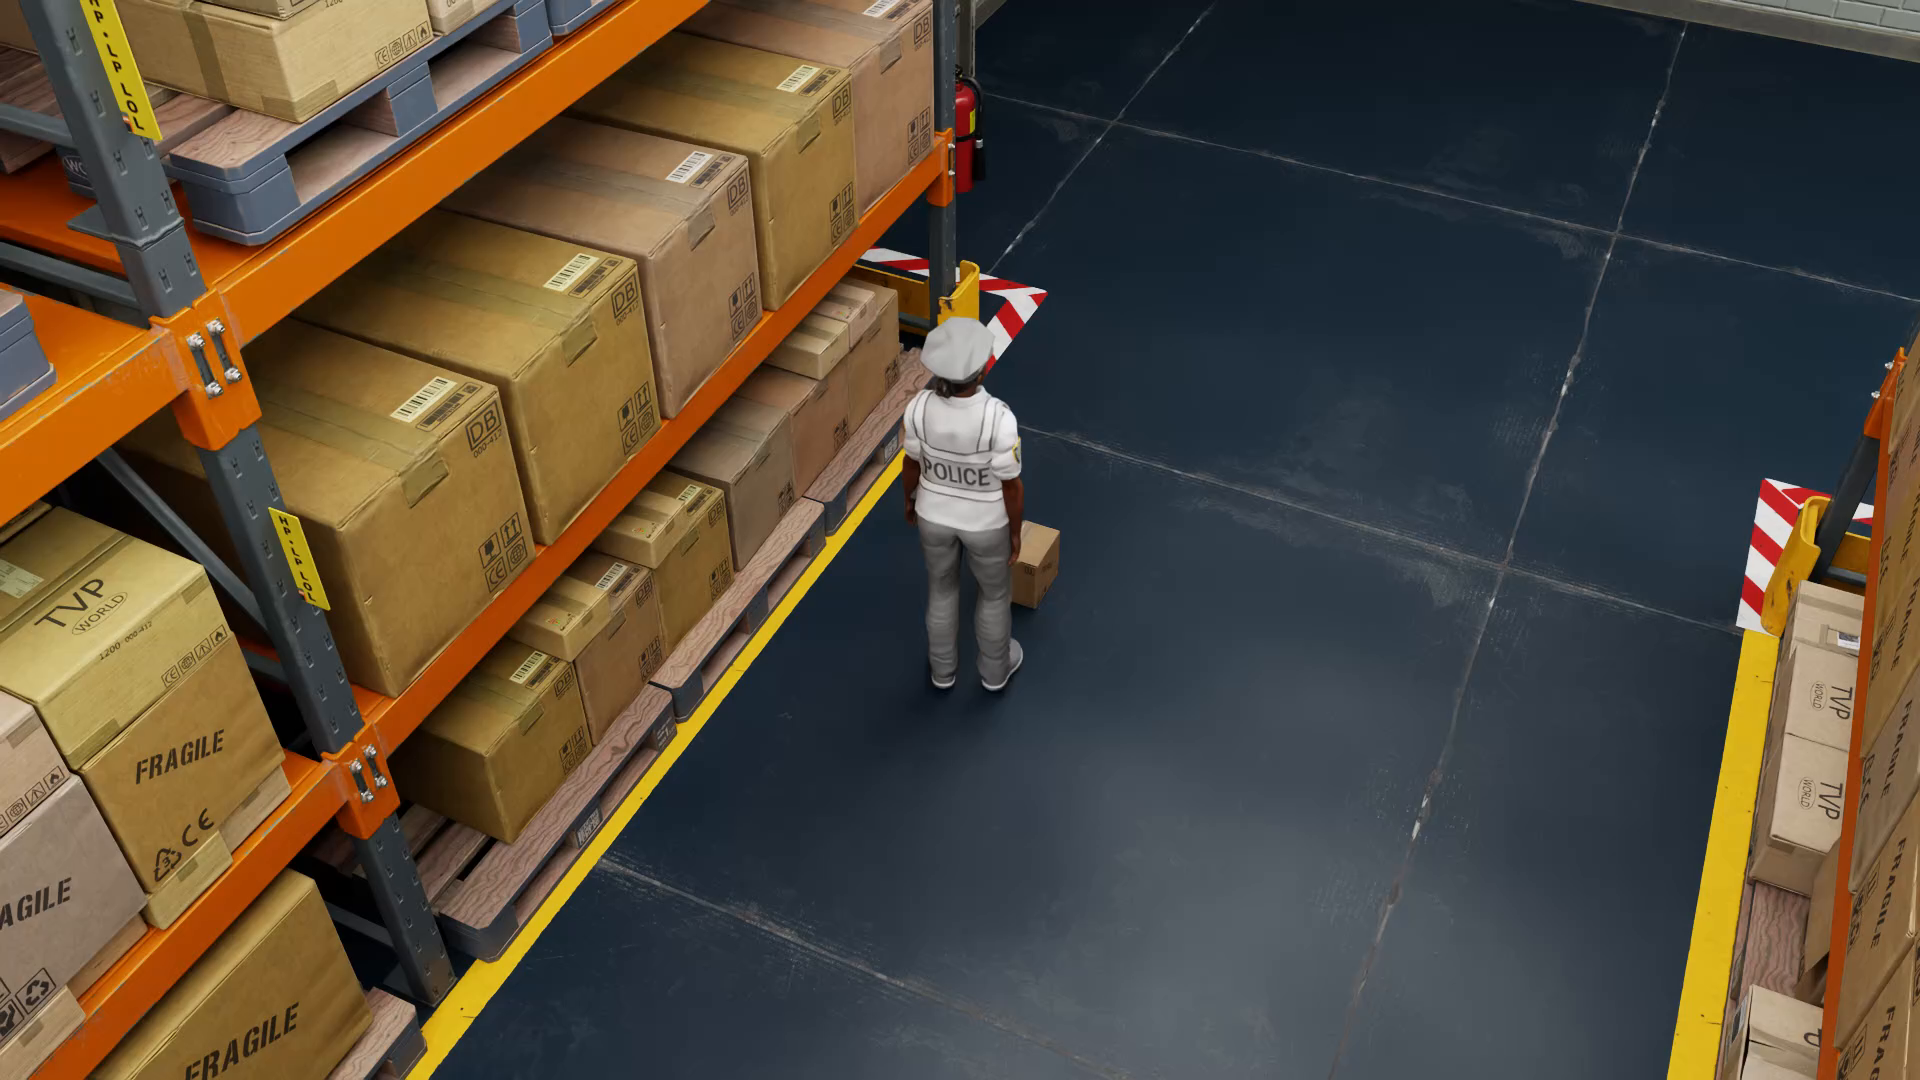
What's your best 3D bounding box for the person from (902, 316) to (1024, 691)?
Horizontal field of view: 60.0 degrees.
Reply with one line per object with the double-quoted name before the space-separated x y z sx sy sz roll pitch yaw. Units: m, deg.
"person" 0.015 -0.111 6.234 0.490 1.696 0.360 12 44 13
